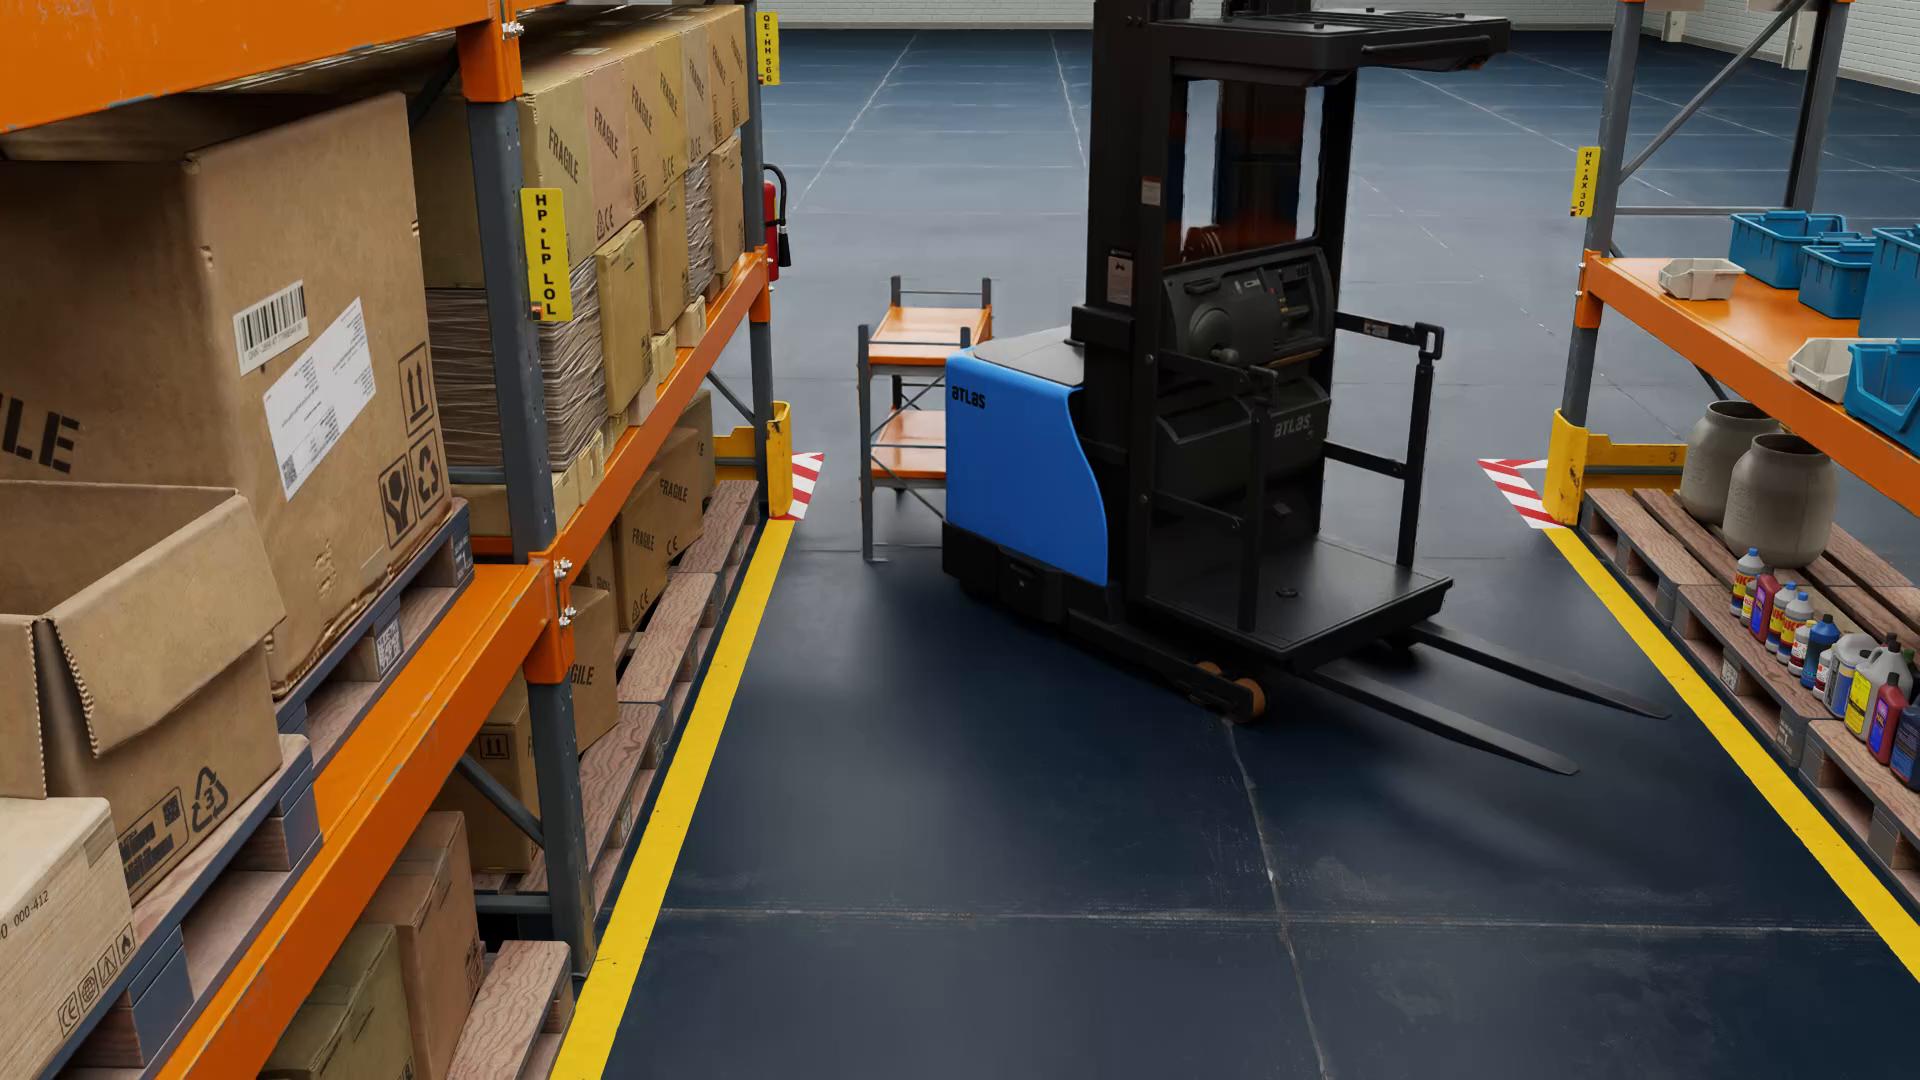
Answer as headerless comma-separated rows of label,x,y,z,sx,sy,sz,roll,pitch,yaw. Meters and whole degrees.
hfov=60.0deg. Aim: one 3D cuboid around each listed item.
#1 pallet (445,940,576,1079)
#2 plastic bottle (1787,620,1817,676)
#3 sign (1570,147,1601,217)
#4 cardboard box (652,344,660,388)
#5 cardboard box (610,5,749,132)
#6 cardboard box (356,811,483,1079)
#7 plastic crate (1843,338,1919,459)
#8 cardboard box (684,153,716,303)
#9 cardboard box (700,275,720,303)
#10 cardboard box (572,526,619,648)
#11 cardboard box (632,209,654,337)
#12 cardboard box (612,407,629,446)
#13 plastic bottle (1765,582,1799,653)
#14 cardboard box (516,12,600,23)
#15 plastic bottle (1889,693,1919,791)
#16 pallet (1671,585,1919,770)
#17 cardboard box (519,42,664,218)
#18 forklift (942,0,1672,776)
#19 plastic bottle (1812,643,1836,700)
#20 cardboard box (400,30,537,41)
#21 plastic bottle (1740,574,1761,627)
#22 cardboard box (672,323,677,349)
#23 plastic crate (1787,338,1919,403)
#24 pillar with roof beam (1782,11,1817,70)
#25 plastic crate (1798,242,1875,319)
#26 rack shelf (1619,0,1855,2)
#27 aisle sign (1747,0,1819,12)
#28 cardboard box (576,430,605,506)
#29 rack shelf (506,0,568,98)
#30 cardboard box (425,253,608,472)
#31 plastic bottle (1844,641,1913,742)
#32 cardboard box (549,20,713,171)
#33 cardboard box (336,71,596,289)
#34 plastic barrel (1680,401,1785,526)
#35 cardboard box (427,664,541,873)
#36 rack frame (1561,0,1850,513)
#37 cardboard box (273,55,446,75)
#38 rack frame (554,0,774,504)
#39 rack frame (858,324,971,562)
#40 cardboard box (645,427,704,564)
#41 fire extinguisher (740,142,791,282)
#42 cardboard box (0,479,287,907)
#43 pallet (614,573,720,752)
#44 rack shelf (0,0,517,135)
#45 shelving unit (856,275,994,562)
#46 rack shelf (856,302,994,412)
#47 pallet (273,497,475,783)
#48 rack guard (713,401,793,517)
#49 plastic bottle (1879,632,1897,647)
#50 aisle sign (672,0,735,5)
pallet,-1.590,1.419,4.080,1.003,0.211,1.213,1,21,2
plastic bottle,3.121,0.393,6.129,0.097,0.201,0.097,0,21,0
sign,2.955,-1.691,7.857,0.100,0.325,0.005,1,21,2
cardboard box,-1.247,-0.572,5.704,0.380,0.149,0.250,1,21,2
cardboard box,-1.216,-2.059,7.256,0.500,0.500,0.500,1,21,2
cardboard box,-1.608,1.020,4.102,0.700,0.500,0.500,-1,21,-3
plastic crate,3.145,-0.442,5.226,0.499,0.251,0.616,1,21,2
cardboard box,-1.444,-1.233,6.511,0.875,0.500,0.500,1,21,2
cardboard box,-1.236,-1.115,7.102,0.380,0.149,0.250,1,21,2
cardboard box,-1.566,0.230,6.163,0.500,0.500,0.500,-1,21,-3
cardboard box,-1.527,-0.872,5.580,0.875,0.500,0.500,1,21,2
cardboard box,-1.262,-0.391,5.238,0.380,0.149,0.250,1,21,2
plastic bottle,3.127,0.289,6.302,0.097,0.271,0.097,0,21,0
cardboard box,-1.758,-1.884,6.805,0.500,0.500,0.500,1,21,2
plastic bottle,3.120,0.616,5.347,0.144,0.351,0.185,0,21,-1
pallet,3.479,0.507,6.429,1.003,0.211,1.213,1,21,2
cardboard box,-1.271,-1.335,5.392,0.500,0.500,0.500,1,21,2
forklift,1.262,-0.884,6.256,1.130,2.935,3.031,-17,27,-37
plastic bottle,3.115,0.468,5.937,0.097,0.201,0.097,0,21,0
cardboard box,-1.780,-1.522,5.873,0.500,0.500,0.500,1,21,2
plastic bottle,3.135,0.235,6.537,0.097,0.201,0.097,0,21,0
cardboard box,-1.266,-0.753,6.171,0.380,0.149,0.250,1,21,2
plastic crate,3.179,-0.575,5.729,0.530,0.136,0.437,1,21,2
pillar with roof beam,10.677,-12.704,28.331,9.100,9.000,0.400,1,21,2
plastic crate,3.763,-1.066,6.835,0.499,0.251,0.408,1,21,2
rack shelf,3.444,-1.894,5.612,1.077,0.370,4.000,1,21,2
aisle sign,3.804,-2.789,7.476,0.394,0.787,0.004,1,21,2
cardboard box,-1.240,-0.210,4.771,0.380,0.149,0.250,1,21,2
rack shelf,-1.507,-1.949,5.752,1.077,0.370,4.000,1,21,2
cardboard box,-1.492,-0.510,4.647,0.875,0.500,0.500,1,21,2
plastic bottle,3.130,0.500,5.648,0.144,0.351,0.185,1,21,1
cardboard box,-1.243,-1.697,6.324,0.500,0.500,0.500,1,21,2
cardboard box,-1.300,-0.974,4.460,0.500,0.500,0.500,1,21,2
plastic barrel,3.561,-0.351,7.647,0.421,0.512,0.421,0,21,0
cardboard box,-1.516,0.663,5.049,0.500,0.500,0.500,0,21,0
rack frame,3.504,-1.554,7.888,1.000,3.000,0.127,1,21,2
cardboard box,-1.815,-1.160,4.941,0.500,0.500,0.500,1,21,2
rack frame,-1.446,-1.609,8.028,1.000,3.000,0.127,1,21,2
rack frame,-0.203,-0.423,7.563,0.500,1.125,0.032,2,21,6
cardboard box,-1.466,-0.197,7.265,0.500,0.500,0.500,6,22,16
fire extinguisher,-0.982,-1.609,8.136,0.296,0.674,0.183,1,21,2
cardboard box,-1.528,0.221,2.588,0.797,0.503,0.637,3,21,7
pallet,-1.548,0.452,6.572,1.003,0.211,1.213,1,21,2
rack shelf,-1.629,-0.502,2.025,1.077,0.370,4.000,1,21,2
shelving unit,-0.149,-0.606,8.035,0.538,1.125,1.048,2,21,6
rack shelf,-0.149,-0.878,7.929,0.538,0.278,1.000,2,21,6
pallet,-1.737,0.202,3.628,1.003,0.211,1.213,1,21,2
rack guard,-1.448,-0.416,8.410,1.175,0.500,0.348,1,21,2
plastic bottle,3.245,0.473,5.809,0.061,0.283,0.133,1,21,2
aisle sign,-1.144,-2.840,7.607,0.394,0.787,0.004,1,21,2
